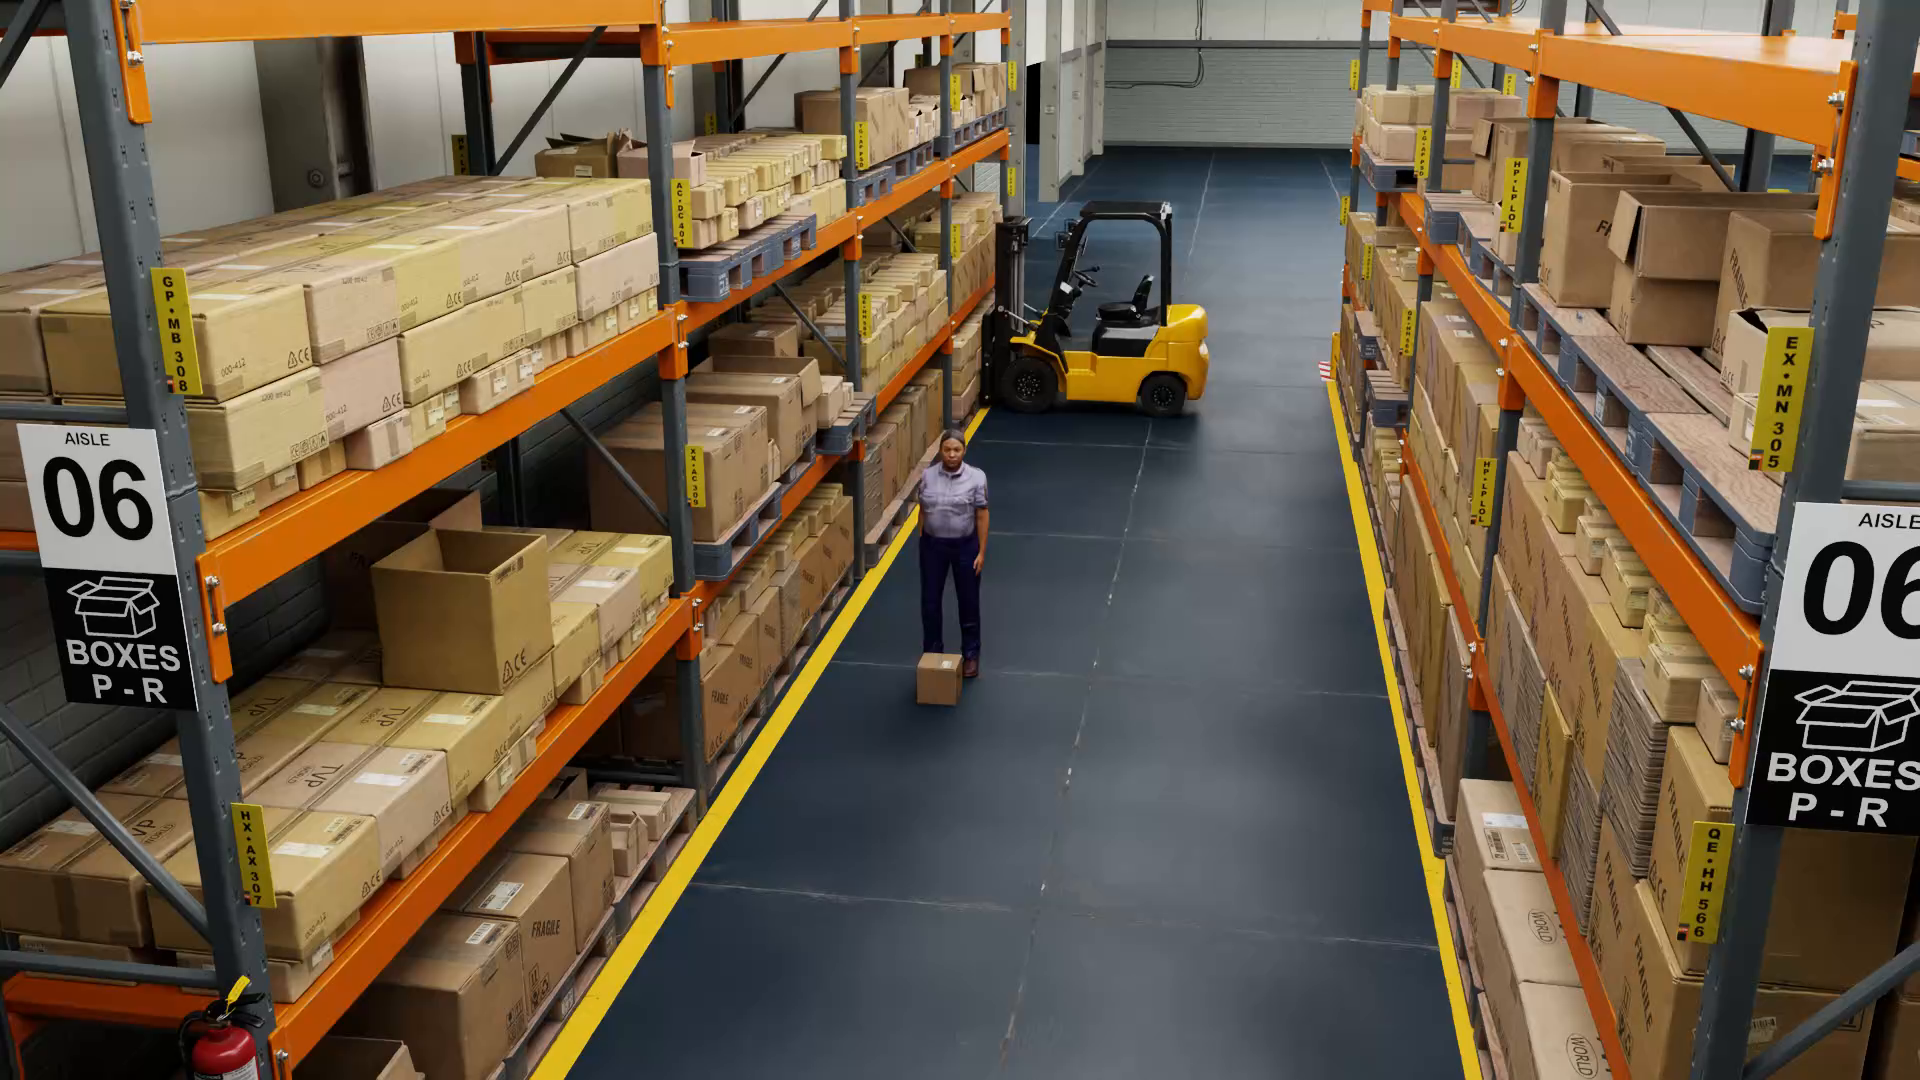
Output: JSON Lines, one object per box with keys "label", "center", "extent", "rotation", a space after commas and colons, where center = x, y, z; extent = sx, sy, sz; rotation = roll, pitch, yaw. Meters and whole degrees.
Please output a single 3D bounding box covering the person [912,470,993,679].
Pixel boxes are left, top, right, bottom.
{"label": "person", "center": [-0.036, 0.191, 10.838], "extent": [0.530, 1.446, 0.595], "rotation": [3, 18, 9]}
